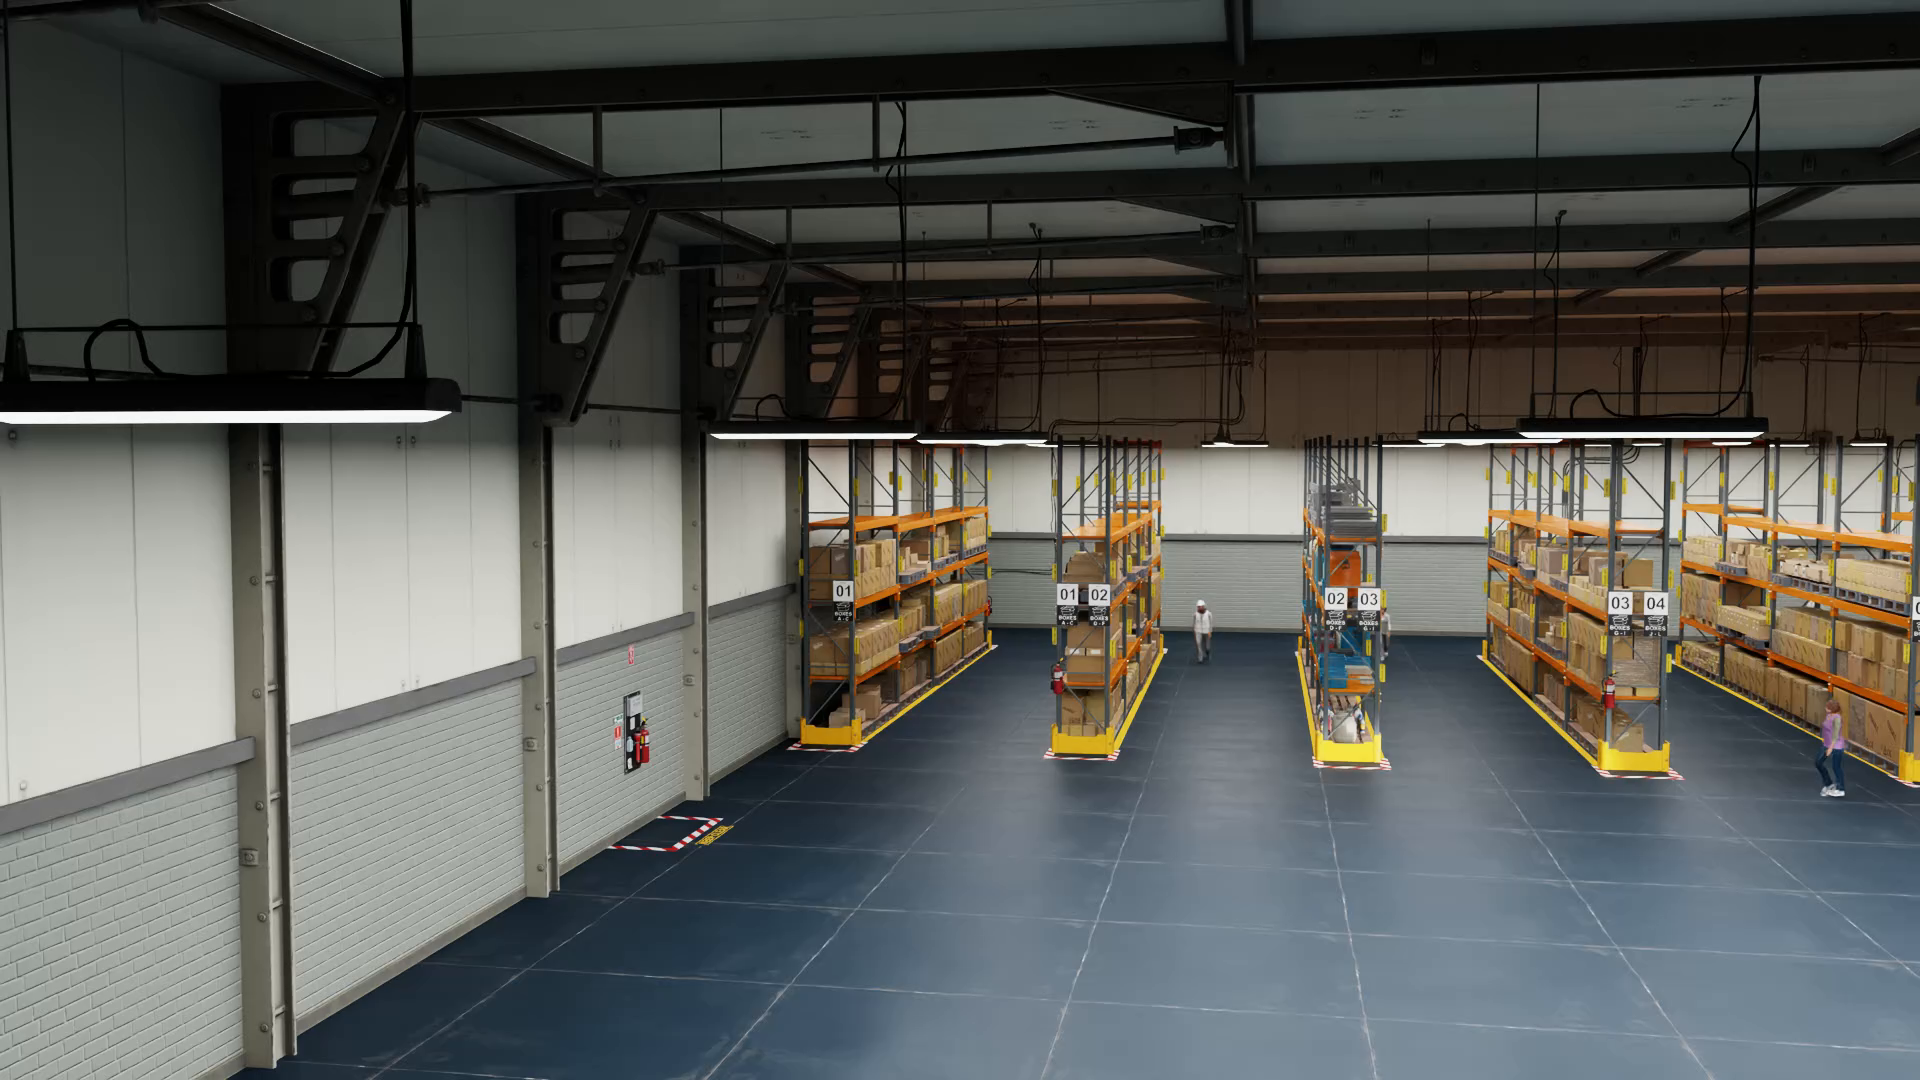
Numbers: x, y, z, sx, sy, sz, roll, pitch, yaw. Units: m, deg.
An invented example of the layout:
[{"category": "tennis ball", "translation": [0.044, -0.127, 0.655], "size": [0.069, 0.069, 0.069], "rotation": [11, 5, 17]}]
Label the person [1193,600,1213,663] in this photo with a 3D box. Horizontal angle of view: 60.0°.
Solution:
[{"category": "person", "translation": [6.567, 2.462, 44.992], "size": [0.531, 1.664, 1.018], "rotation": [1, 3, 15]}]

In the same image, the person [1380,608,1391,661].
[{"category": "person", "translation": [11.559, 2.517, 45.417], "size": [0.405, 1.479, 0.904], "rotation": [1, 3, 15]}]

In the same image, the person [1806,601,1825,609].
[{"category": "person", "translation": [24.460, 2.275, 47.547], "size": [1.006, 1.749, 0.550], "rotation": [-1, 3, -18]}]

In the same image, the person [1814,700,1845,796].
[{"category": "person", "translation": [14.371, 3.446, 27.379], "size": [0.459, 1.611, 0.405], "rotation": [0, 3, -8]}]
